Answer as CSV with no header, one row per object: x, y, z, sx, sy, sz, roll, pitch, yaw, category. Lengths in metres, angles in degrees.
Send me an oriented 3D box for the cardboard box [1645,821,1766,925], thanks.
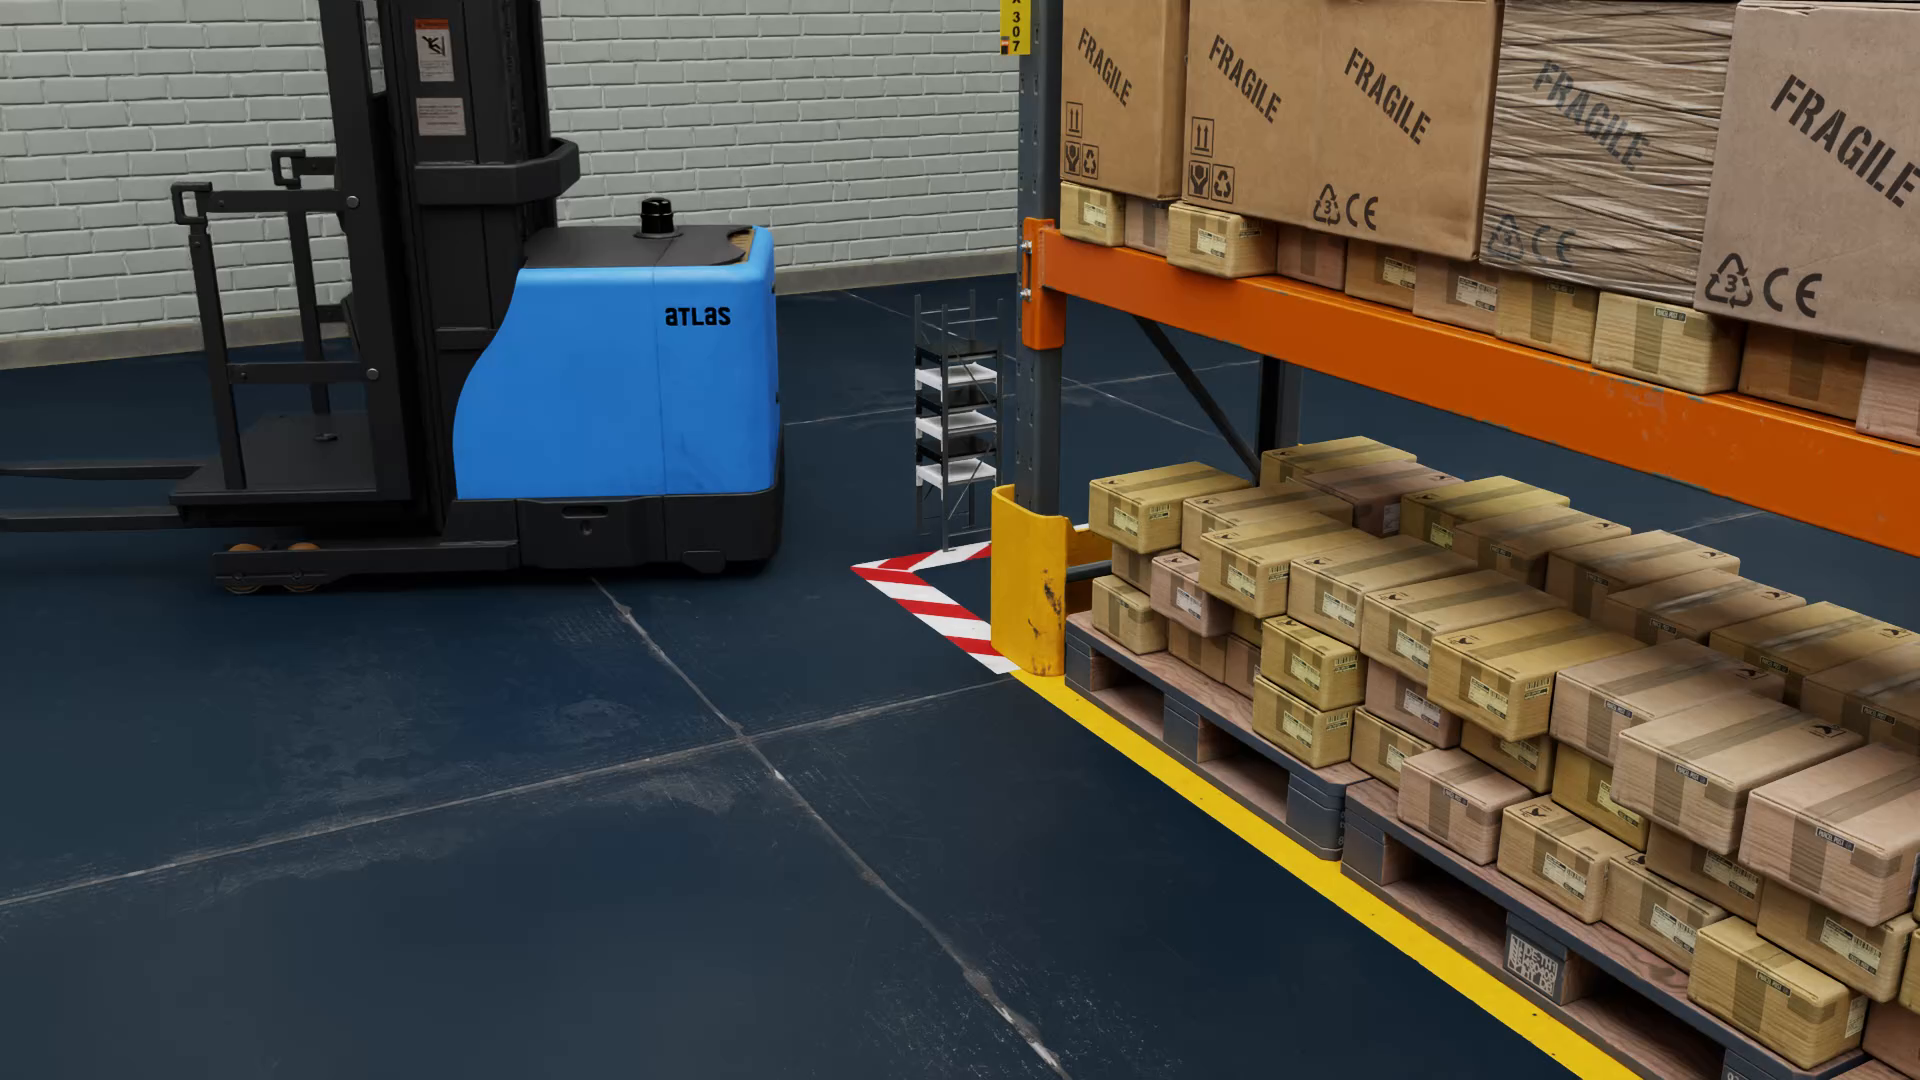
1.540,0.564,3.168,0.380,0.149,0.250,-11,22,-29,cardboard box

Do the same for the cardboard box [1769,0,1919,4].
1.590,-1.066,2.480,0.500,0.500,0.500,-9,21,-25,cardboard box

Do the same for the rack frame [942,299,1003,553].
0.044,-0.399,5.907,0.240,0.900,0.006,-10,21,-27,rack frame

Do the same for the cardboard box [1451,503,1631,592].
1.477,0.037,4.242,0.380,0.149,0.250,-11,22,-29,cardboard box

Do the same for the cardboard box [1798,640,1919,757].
1.913,0.346,3.346,0.380,0.149,0.250,-11,22,-29,cardboard box

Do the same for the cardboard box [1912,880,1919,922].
1.798,0.566,2.706,0.380,0.149,0.250,-9,21,-25,cardboard box

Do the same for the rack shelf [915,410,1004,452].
-0.004,-0.396,6.002,0.258,0.077,0.200,-10,21,-27,rack shelf

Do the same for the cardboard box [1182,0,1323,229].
0.879,-1.030,3.910,0.500,0.500,0.500,-10,21,-27,cardboard box

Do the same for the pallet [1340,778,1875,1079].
1.598,0.765,3.592,1.003,0.211,1.213,-10,21,-27,pallet

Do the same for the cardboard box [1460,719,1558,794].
1.331,0.402,3.638,0.380,0.149,0.250,-9,21,-24,cardboard box

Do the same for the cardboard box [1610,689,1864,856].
1.450,0.427,3.109,0.380,0.149,0.250,-11,22,-29,cardboard box

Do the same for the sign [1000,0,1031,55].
0.155,-1.489,4.521,0.100,0.325,0.005,-10,21,-27,sign

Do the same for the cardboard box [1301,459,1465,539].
1.175,-0.102,4.644,0.380,0.149,0.250,-10,21,-26,cardboard box

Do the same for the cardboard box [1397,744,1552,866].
1.191,0.552,3.661,0.380,0.149,0.250,-11,22,-29,cardboard box

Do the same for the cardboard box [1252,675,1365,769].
0.945,0.408,4.076,0.380,0.149,0.250,-10,21,-26,cardboard box

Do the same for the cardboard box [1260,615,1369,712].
0.956,0.269,4.024,0.380,0.149,0.250,-9,21,-25,cardboard box

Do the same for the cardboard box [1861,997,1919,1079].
1.795,0.826,2.866,0.380,0.149,0.250,-11,22,-28,cardboard box

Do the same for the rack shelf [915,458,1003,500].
-0.004,-0.226,6.061,0.258,0.077,0.200,-10,21,-27,rack shelf

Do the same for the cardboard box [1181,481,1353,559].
0.819,-0.032,4.442,0.380,0.149,0.250,-10,21,-26,cardboard box

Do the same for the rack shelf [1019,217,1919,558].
1.582,-0.250,3.359,1.077,0.370,4.000,-10,21,-27,rack shelf

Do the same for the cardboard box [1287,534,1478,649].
1.016,0.118,4.005,0.380,0.149,0.250,-11,22,-29,cardboard box

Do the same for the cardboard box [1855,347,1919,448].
1.641,-0.237,2.604,0.380,0.149,0.250,-11,22,-29,cardboard box

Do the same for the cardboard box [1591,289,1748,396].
1.384,-0.380,3.020,0.380,0.149,0.250,-10,21,-26,cardboard box

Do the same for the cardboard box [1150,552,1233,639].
0.735,0.122,4.450,0.380,0.149,0.250,-10,21,-27,cardboard box

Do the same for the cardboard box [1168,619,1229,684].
0.796,0.248,4.542,0.380,0.149,0.250,-10,21,-27,cardboard box

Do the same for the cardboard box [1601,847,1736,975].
1.489,0.691,3.256,0.380,0.149,0.250,-10,21,-26,cardboard box

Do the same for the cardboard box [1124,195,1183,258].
0.655,-0.835,4.337,0.380,0.149,0.250,-9,21,-25,cardboard box

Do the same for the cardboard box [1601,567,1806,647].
1.682,0.198,3.774,0.380,0.149,0.250,-11,22,-28,cardboard box

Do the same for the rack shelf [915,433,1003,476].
-0.004,-0.311,6.032,0.258,0.077,0.200,-10,21,-27,rack shelf

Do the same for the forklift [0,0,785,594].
-2.173,-1.382,5.643,3.031,2.935,1.130,-1,19,-4,forklift

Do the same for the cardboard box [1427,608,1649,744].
1.224,0.282,3.531,0.380,0.149,0.250,-10,21,-26,cardboard box

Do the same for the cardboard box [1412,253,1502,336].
1.179,-0.539,3.480,0.380,0.149,0.250,-10,22,-28,cardboard box

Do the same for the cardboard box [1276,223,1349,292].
0.979,-0.696,3.935,0.380,0.149,0.250,-9,21,-24,cardboard box

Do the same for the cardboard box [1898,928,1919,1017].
1.787,0.715,2.733,0.380,0.149,0.250,-10,21,-26,cardboard box

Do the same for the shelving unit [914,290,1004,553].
-0.004,-0.428,5.992,0.258,0.900,0.210,-10,21,-27,shelving unit

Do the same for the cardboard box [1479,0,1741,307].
1.348,-0.742,3.075,0.500,0.500,0.500,-11,22,-28,cardboard box
